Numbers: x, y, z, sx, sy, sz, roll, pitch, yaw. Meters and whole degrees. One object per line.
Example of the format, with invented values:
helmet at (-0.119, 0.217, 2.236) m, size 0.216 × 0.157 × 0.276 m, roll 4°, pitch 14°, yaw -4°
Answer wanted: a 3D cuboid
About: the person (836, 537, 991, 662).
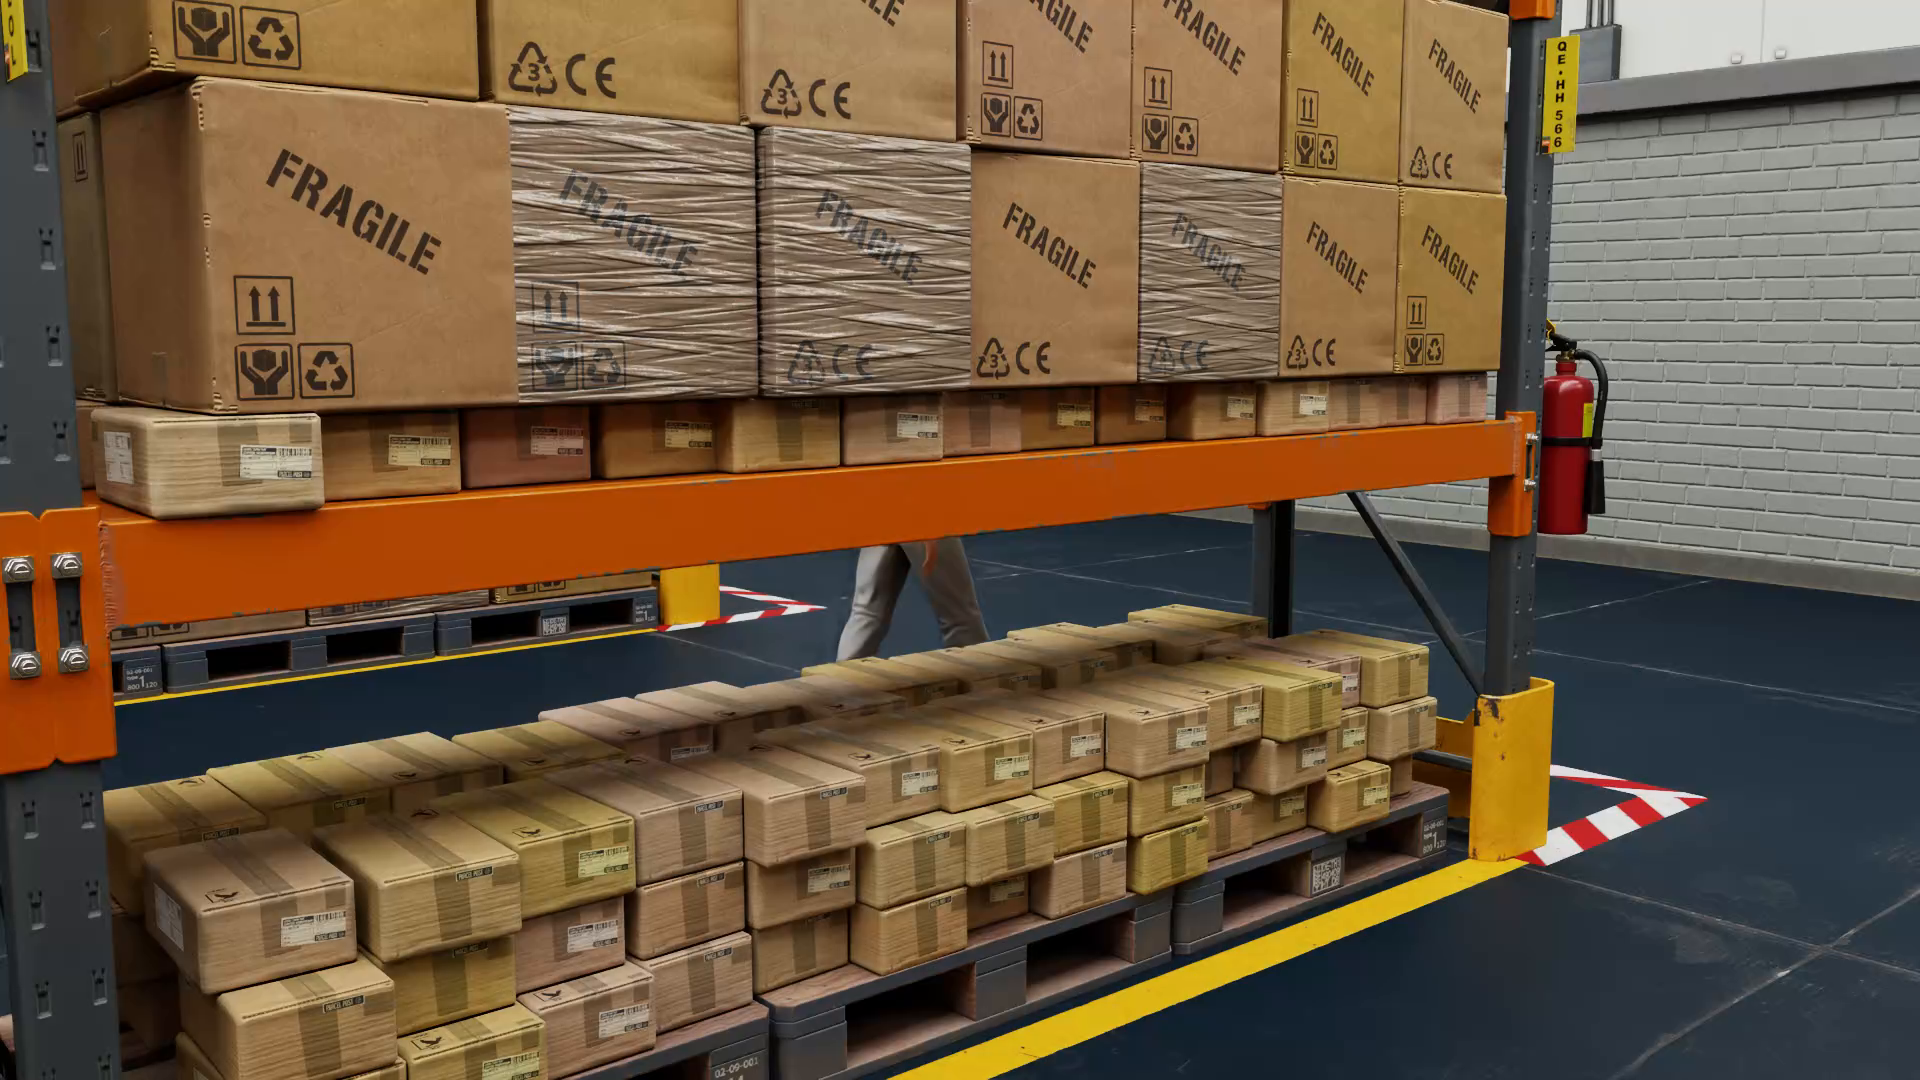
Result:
person at (-0.129, -0.063, 6.215) m, size 0.477 × 1.603 × 1.022 m, roll 7°, pitch 10°, yaw 43°
